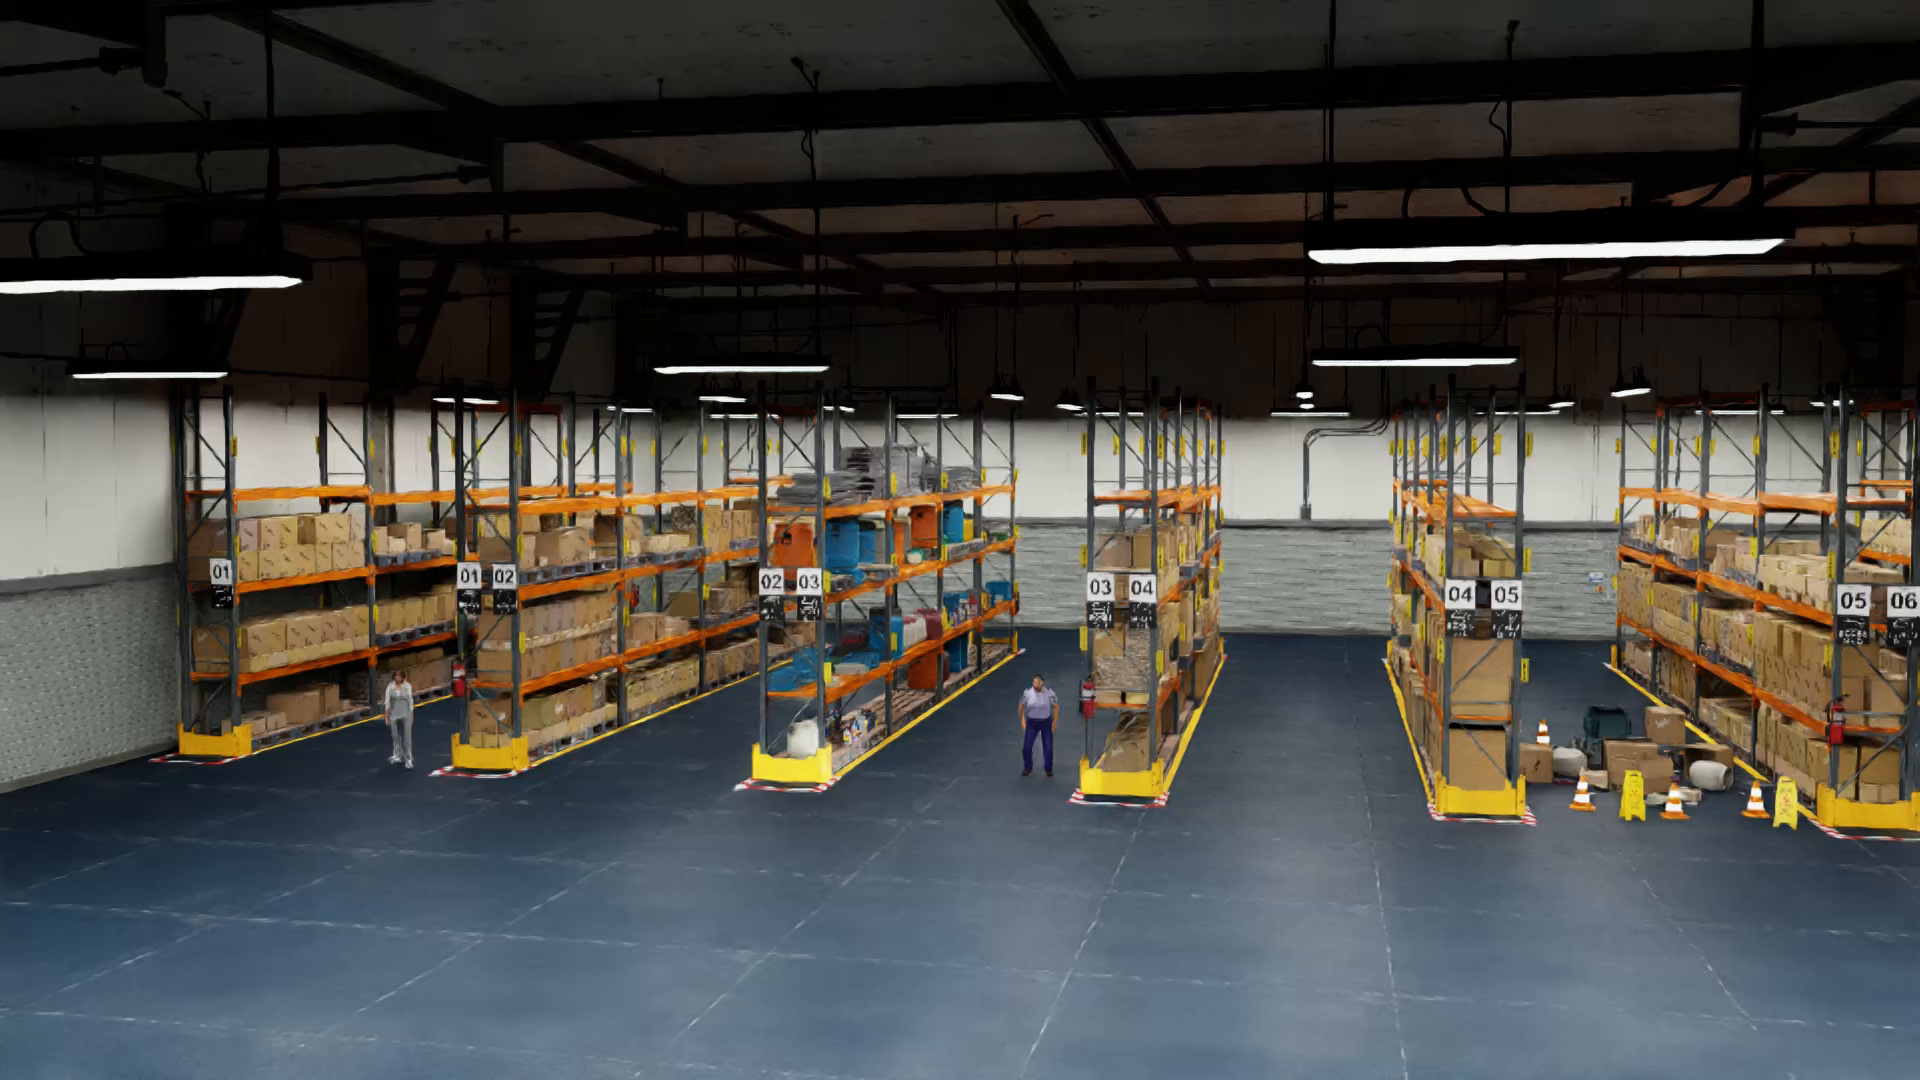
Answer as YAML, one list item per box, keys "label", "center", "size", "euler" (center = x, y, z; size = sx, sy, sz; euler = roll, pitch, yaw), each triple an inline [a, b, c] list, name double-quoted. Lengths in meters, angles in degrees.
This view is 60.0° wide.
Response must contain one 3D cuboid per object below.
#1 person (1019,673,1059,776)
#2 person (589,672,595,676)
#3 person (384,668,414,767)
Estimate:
- label: "person"
  center: [1.200, 2.849, 25.252]
  size: [0.626, 1.495, 0.513]
  euler: [1, 3, 10]
- label: "person"
  center: [-8.060, 2.165, 35.546]
  size: [0.719, 1.714, 0.578]
  euler: [1, 3, 10]
- label: "person"
  center: [-8.767, 2.760, 26.005]
  size: [0.480, 1.551, 0.855]
  euler: [-1, 3, -10]
